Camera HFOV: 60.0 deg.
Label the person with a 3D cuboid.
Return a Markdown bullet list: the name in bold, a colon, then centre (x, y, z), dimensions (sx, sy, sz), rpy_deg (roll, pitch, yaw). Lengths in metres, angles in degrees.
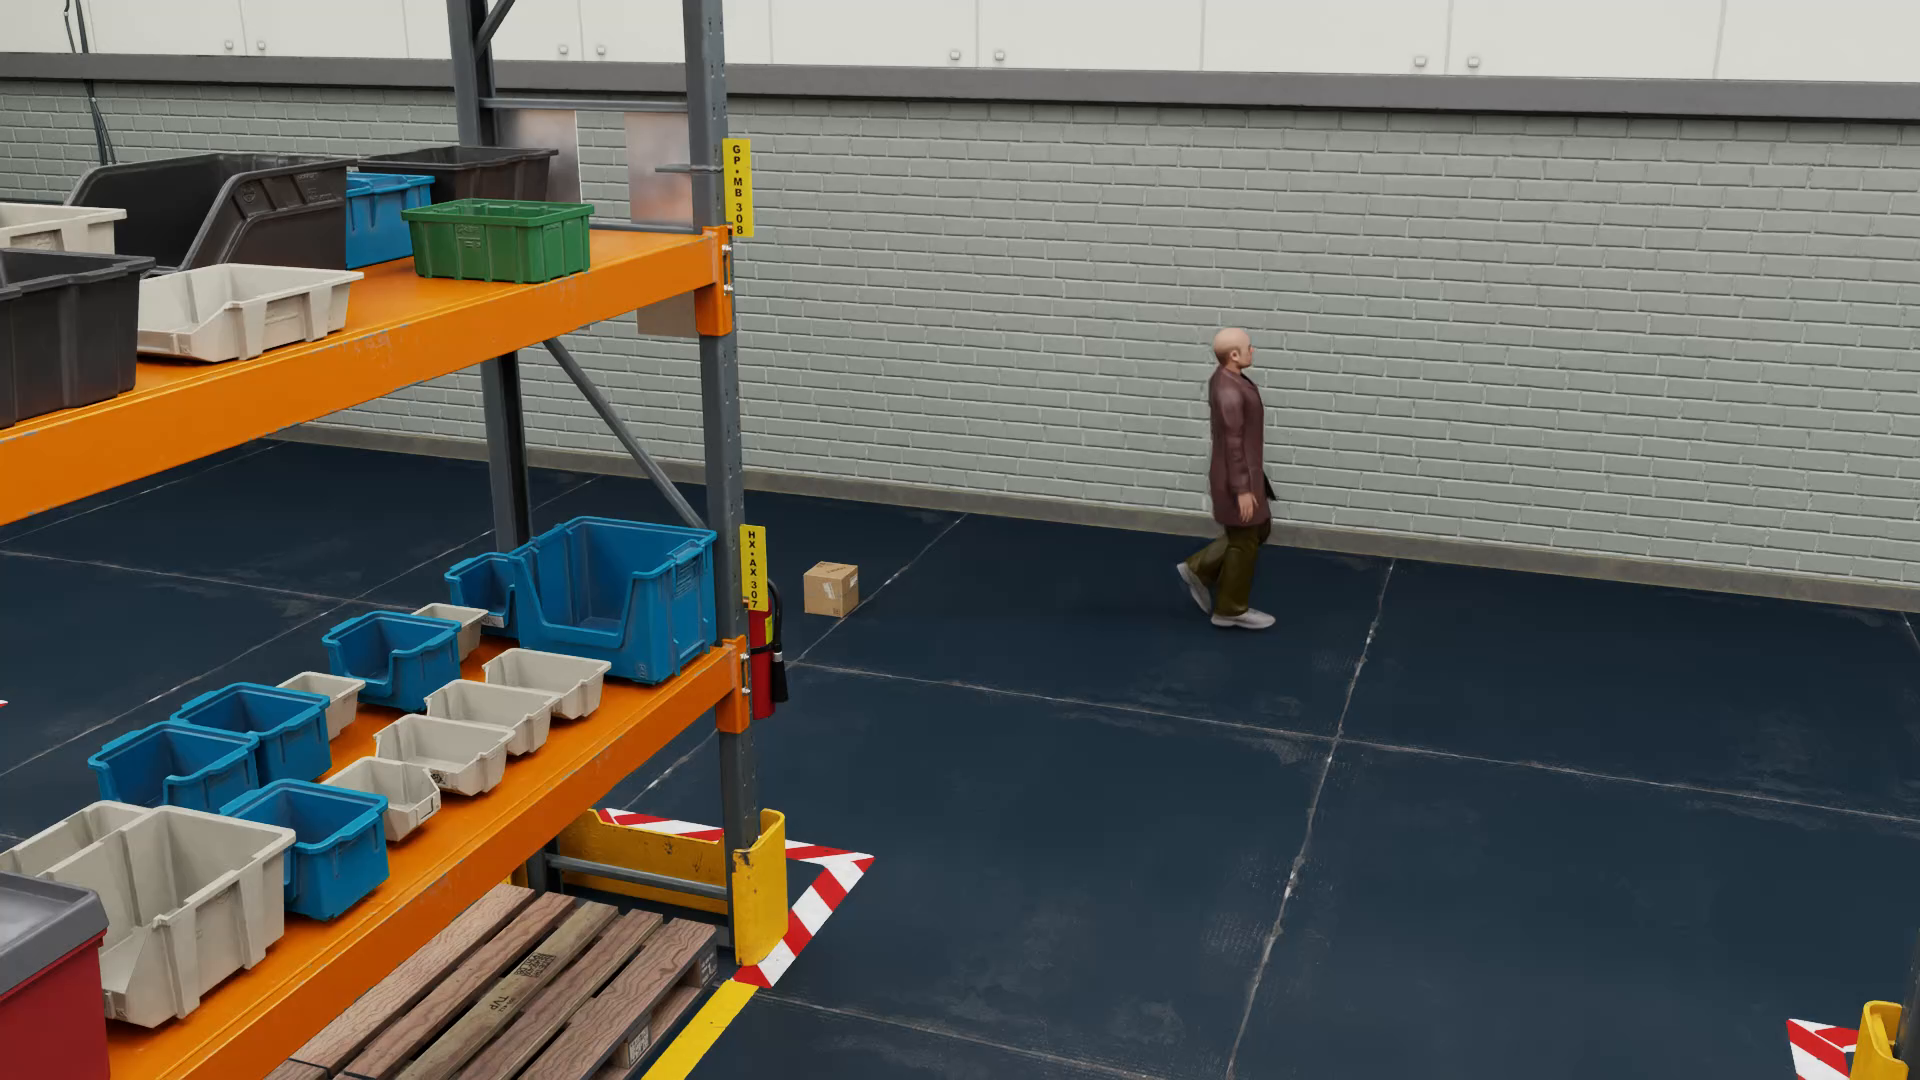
- **person**: centre (1.564, -0.254, 9.603), dimensions (0.584, 1.554, 0.596), rpy_deg (2, 18, 6)
